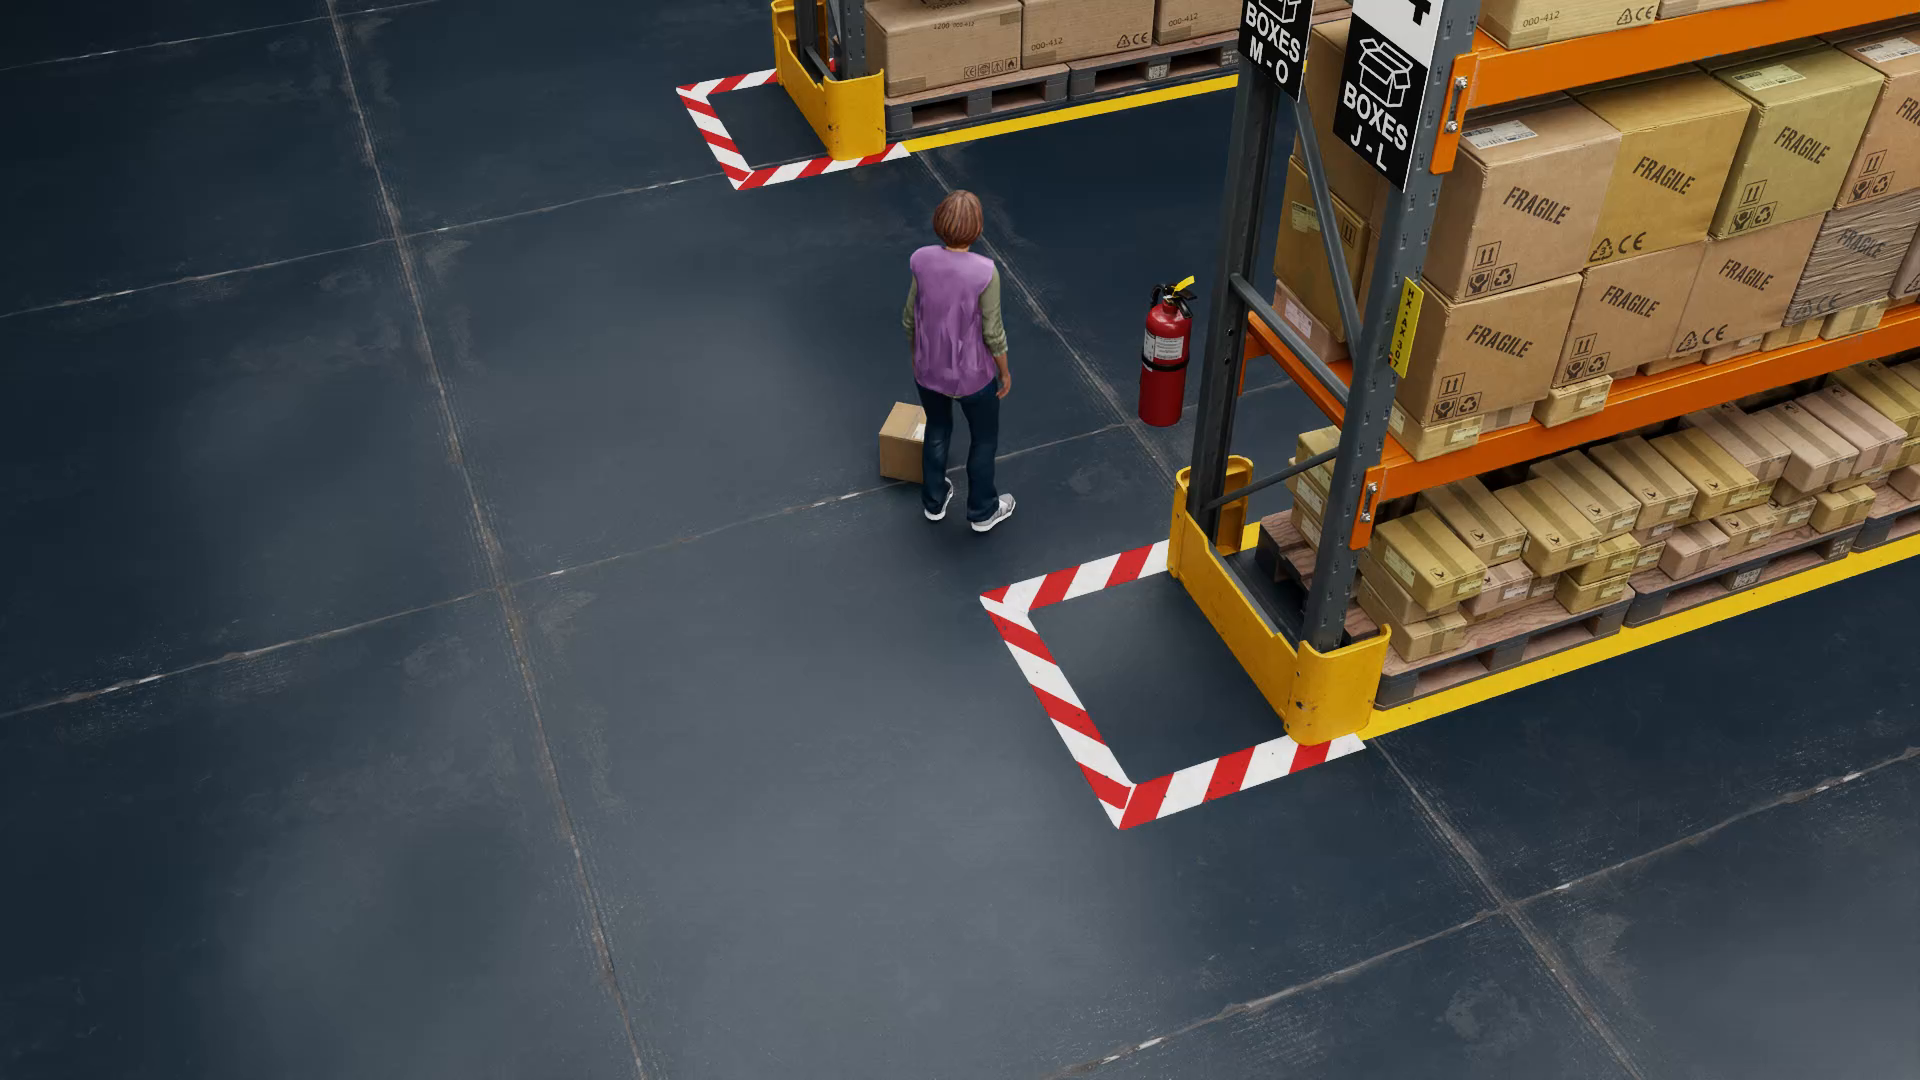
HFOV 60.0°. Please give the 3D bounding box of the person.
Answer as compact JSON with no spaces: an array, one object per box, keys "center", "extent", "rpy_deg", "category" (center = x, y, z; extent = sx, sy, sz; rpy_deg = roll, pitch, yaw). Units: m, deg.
[{"center":[-0.012,-0.712,6.950],"extent":[0.460,1.592,0.344],"rpy_deg":[17,45,18],"category":"person"}]
